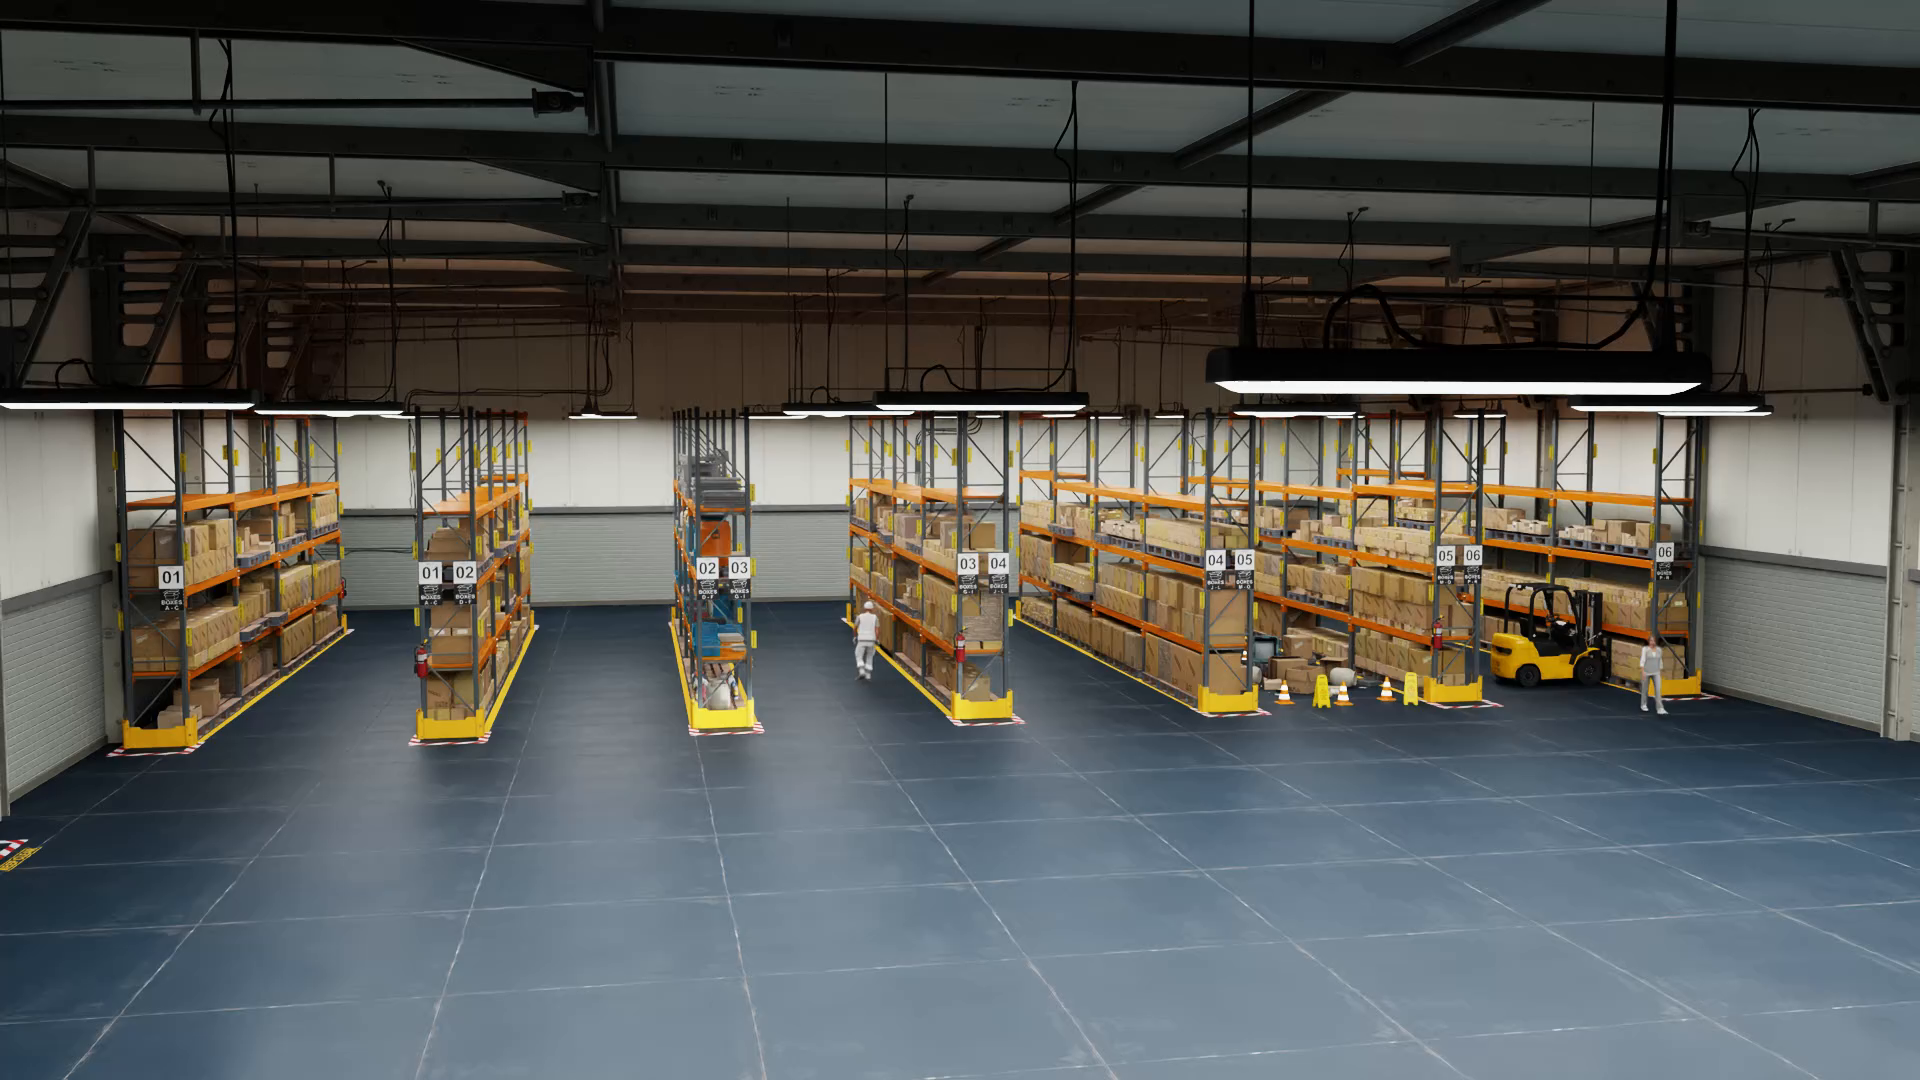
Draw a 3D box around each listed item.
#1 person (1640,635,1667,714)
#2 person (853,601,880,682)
[{"bbox_3d":[13.530,2.632,32.491,0.449,1.527,0.971,1,4,13],"label":"person"},{"bbox_3d":[-2.045,2.247,36.586,0.587,1.758,0.690,-1,4,-9],"label":"person"}]
